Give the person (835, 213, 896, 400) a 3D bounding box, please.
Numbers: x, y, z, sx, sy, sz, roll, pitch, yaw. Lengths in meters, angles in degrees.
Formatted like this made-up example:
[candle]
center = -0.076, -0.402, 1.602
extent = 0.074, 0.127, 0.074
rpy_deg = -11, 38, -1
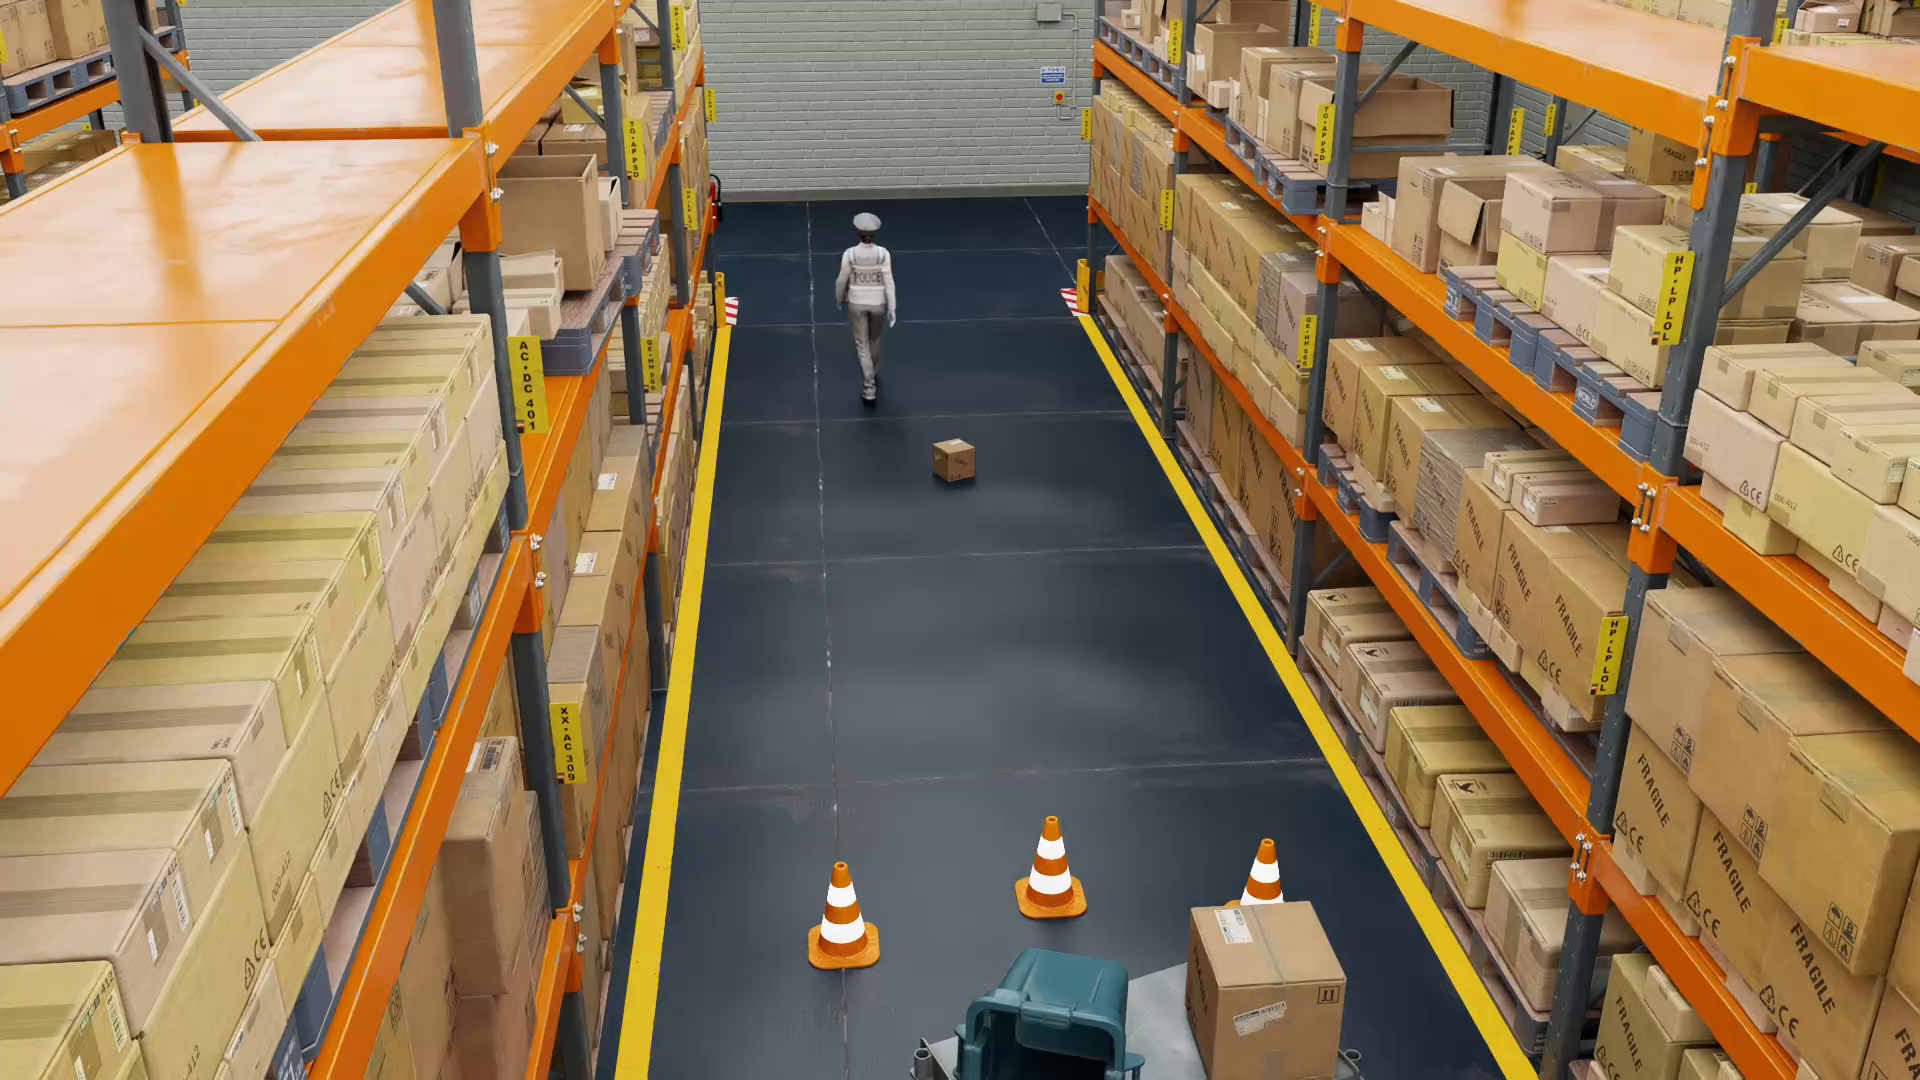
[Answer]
[person]
center = -0.882, -2.181, 15.162
extent = 0.508, 1.636, 0.977
rpy_deg = -6, 25, -13
